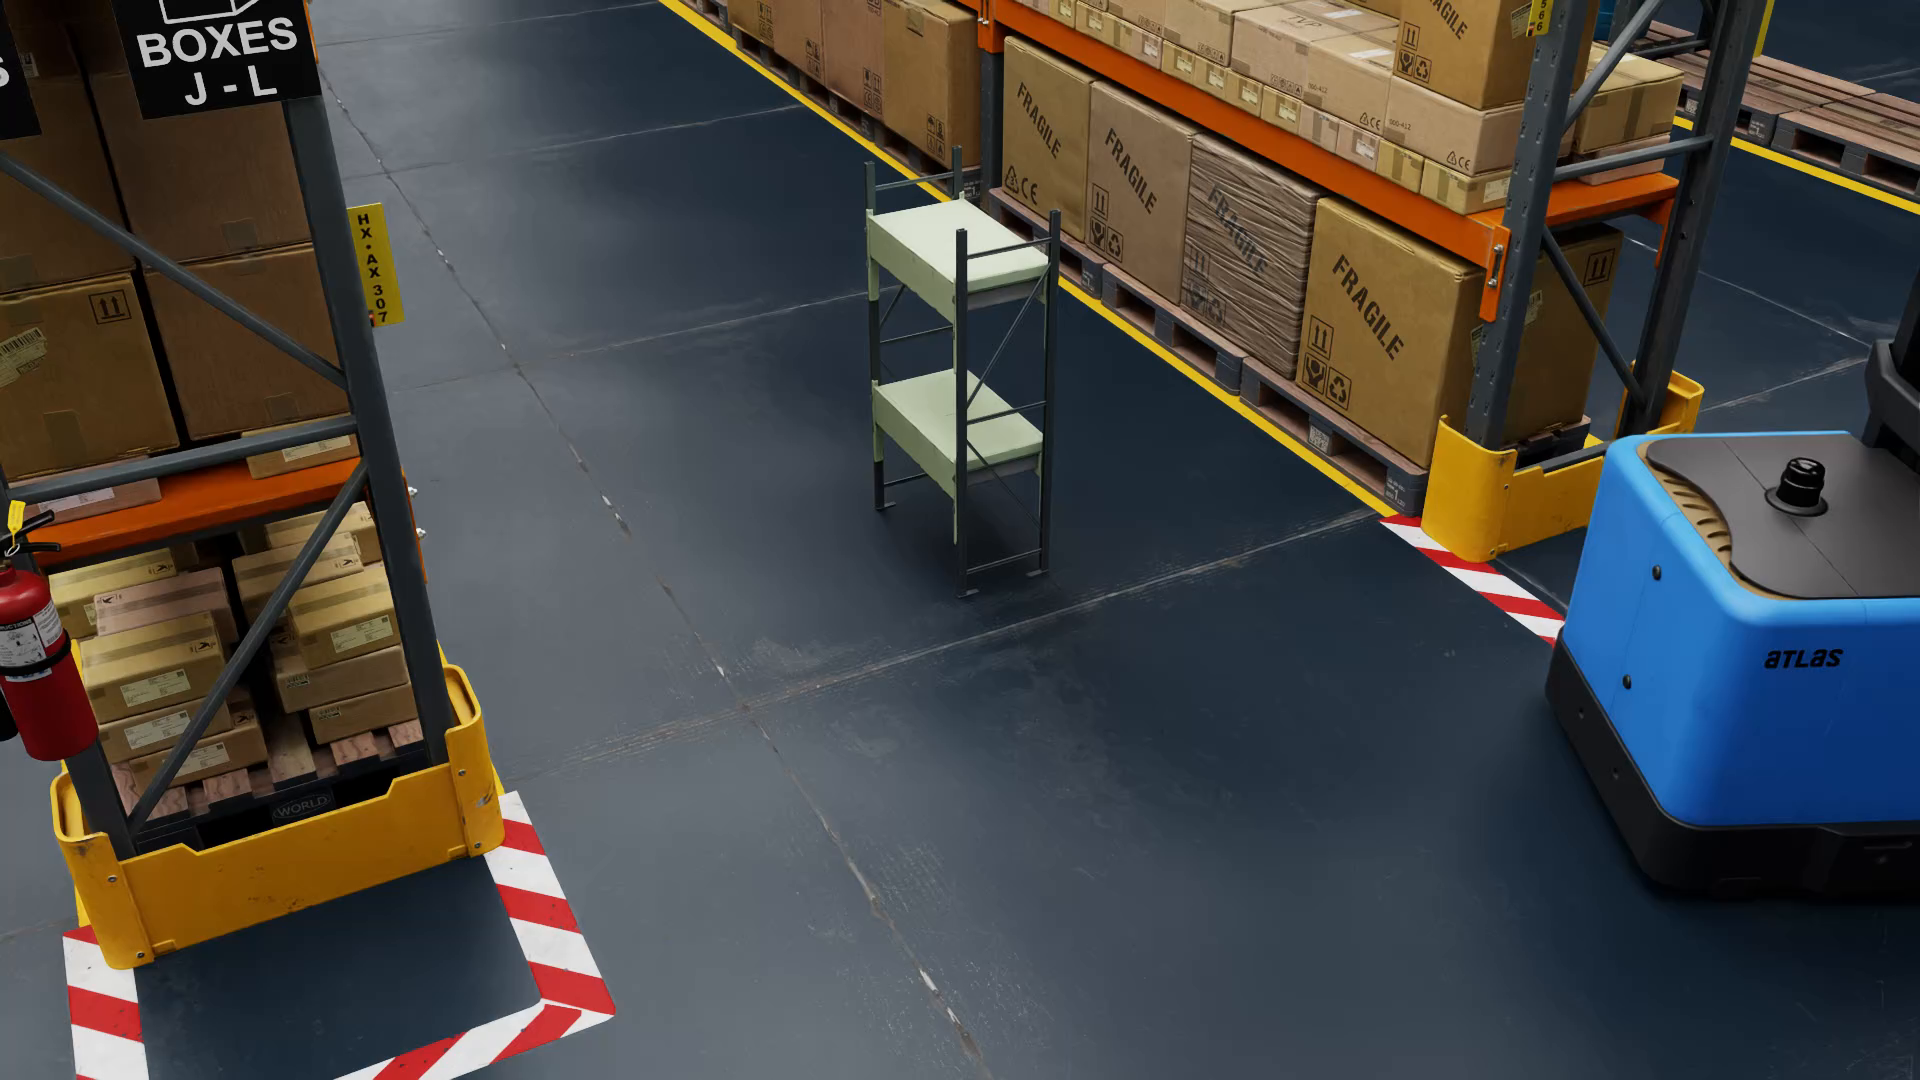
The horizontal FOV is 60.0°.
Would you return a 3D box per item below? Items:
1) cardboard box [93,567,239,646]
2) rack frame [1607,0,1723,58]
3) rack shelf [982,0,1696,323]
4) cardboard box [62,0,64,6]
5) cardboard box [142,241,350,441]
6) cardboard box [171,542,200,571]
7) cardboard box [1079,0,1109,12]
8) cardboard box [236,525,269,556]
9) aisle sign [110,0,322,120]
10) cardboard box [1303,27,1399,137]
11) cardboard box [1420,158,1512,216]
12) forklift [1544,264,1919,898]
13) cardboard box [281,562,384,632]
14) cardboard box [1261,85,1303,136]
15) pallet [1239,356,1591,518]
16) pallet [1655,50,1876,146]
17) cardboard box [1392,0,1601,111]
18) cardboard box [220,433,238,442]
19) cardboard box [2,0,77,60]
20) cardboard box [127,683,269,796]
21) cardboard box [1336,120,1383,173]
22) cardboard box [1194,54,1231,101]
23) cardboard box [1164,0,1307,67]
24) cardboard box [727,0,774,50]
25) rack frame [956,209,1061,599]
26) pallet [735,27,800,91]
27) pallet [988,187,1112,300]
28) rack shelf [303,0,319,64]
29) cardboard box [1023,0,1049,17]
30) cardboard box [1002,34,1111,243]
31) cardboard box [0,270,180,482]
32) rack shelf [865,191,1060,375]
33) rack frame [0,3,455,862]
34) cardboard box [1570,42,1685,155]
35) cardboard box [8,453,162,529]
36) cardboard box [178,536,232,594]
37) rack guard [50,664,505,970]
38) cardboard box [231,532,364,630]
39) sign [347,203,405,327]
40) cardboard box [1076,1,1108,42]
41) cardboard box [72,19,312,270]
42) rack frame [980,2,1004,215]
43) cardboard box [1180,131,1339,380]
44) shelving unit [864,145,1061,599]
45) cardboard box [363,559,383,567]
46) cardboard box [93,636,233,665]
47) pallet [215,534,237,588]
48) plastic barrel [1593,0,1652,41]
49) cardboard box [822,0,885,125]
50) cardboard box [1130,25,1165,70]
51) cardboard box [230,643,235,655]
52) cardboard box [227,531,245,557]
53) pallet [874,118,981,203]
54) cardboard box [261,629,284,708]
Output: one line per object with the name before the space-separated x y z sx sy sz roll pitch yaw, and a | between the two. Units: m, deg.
cardboard box | -2.519 0.250 5.280 0.380 0.149 0.250 -15 36 -22
rack frame | 4.970 -4.553 11.077 1.000 3.000 0.127 -16 36 -23
rack shelf | 1.521 -2.050 7.836 1.077 0.370 4.000 -16 36 -23
cardboard box | -3.597 -2.176 6.071 0.500 0.500 0.500 -17 36 -25
cardboard box | -1.947 -0.650 4.616 0.500 0.500 0.500 -14 35 -21
cardboard box | -2.817 0.019 5.641 0.380 0.149 0.250 -17 37 -25
cardboard box | 0.803 -2.841 8.267 0.500 0.250 0.500 -16 36 -23
cardboard box | -2.354 -0.113 5.848 0.380 0.149 0.250 -18 37 -25
aisle sign | -1.682 -1.335 3.643 0.394 0.787 0.004 -16 36 -23
cardboard box | 1.756 -1.868 6.748 0.500 0.250 0.500 -17 36 -24
cardboard box | 1.996 -1.380 6.356 0.380 0.149 0.250 -15 36 -22
forklift | 3.565 -0.442 4.722 3.031 2.935 1.130 -1 33 -2
cardboard box | -2.077 0.239 5.573 0.380 0.149 0.250 -16 36 -23
cardboard box | 1.518 -1.867 7.117 0.380 0.149 0.250 -17 36 -24
pallet | 2.011 -0.586 7.470 1.003 0.211 1.213 -16 36 -23
pallet | 5.347 -3.038 11.296 1.003 0.211 1.213 -16 36 -23
cardboard box | 1.993 -1.943 6.170 0.500 0.500 0.500 -15 36 -23
cardboard box | -1.998 -0.442 4.892 0.380 0.149 0.250 -15 35 -21
cardboard box | -2.651 -1.185 4.524 0.500 0.500 0.500 -17 36 -25
cardboard box | -2.412 0.625 5.247 0.380 0.149 0.250 -15 36 -22
cardboard box | 1.756 -1.624 6.738 0.380 0.149 0.250 -16 36 -23
cardboard box | 1.283 -2.110 7.495 0.380 0.149 0.250 -15 36 -22
cardboard box | 1.272 -2.358 7.513 0.500 0.250 0.500 -16 36 -23
cardboard box | -0.974 -4.164 12.049 1.225 0.875 0.875 -18 37 -25
rack frame | 0.168 -0.460 6.078 0.400 1.500 0.023 -16 36 -23
pallet | -0.976 -3.647 12.247 1.003 0.211 1.213 -16 36 -23
pallet | 0.873 -1.751 9.287 1.003 0.211 1.213 -16 36 -23
rack shelf | -2.914 -2.114 5.155 1.077 0.370 4.000 -16 36 -23
cardboard box | 0.554 -2.852 8.653 0.380 0.149 0.250 -17 36 -25
cardboard box | 0.825 -2.255 9.069 0.875 0.875 0.875 -16 36 -23
cardboard box | -2.419 -0.516 4.407 0.500 0.500 0.500 -15 36 -22
rack shelf | -0.003 -0.963 6.140 0.431 0.370 0.720 -16 36 -23
rack frame | -1.982 -0.199 4.281 1.000 3.000 0.127 -16 36 -23
cardboard box | 2.468 -1.758 6.576 0.500 0.250 0.500 -17 36 -24
cardboard box | -2.384 -0.178 4.480 0.380 0.149 0.250 -16 36 -23
cardboard box | -2.759 0.117 5.764 0.380 0.149 0.250 -16 36 -24
rack guard | -2.017 0.817 5.012 1.175 0.500 0.348 -16 36 -23
cardboard box | -2.161 0.137 5.458 0.380 0.149 0.250 -15 36 -22
sign | -1.502 -0.700 4.260 0.100 0.325 0.005 -16 36 -23
cardboard box | 0.802 -2.601 8.262 0.380 0.149 0.250 -17 36 -24
cardboard box | -1.956 -1.069 4.342 0.500 0.500 0.500 -16 36 -23
rack frame | 0.588 -3.308 9.132 1.000 3.000 0.127 -16 36 -23
cardboard box | 1.660 -1.400 7.736 0.875 0.875 0.875 -16 36 -23
shelving unit | -0.003 -0.635 6.350 0.431 1.500 0.755 -16 36 -23
cardboard box | -2.282 0.123 6.031 0.380 0.149 0.250 -15 36 -23
cardboard box | -2.555 0.381 5.353 0.380 0.149 0.250 -17 36 -24
pallet | -2.930 -0.040 6.616 1.003 0.211 1.213 -16 36 -23
plastic barrel | 4.731 -4.111 11.941 0.600 0.901 0.708 -16 36 -23
cardboard box | -0.145 -3.316 10.726 1.225 0.875 0.875 -17 36 -25
cardboard box | 1.037 -2.359 7.884 0.380 0.149 0.250 -15 36 -23
cardboard box | -2.668 0.380 5.629 0.380 0.149 0.250 -16 36 -23
cardboard box | -2.501 -0.108 6.115 0.380 0.149 0.250 -18 37 -25
pallet | 0.162 -2.483 10.430 1.003 0.211 1.213 -16 36 -23
cardboard box | -2.137 0.389 5.615 0.380 0.149 0.250 -16 36 -23
